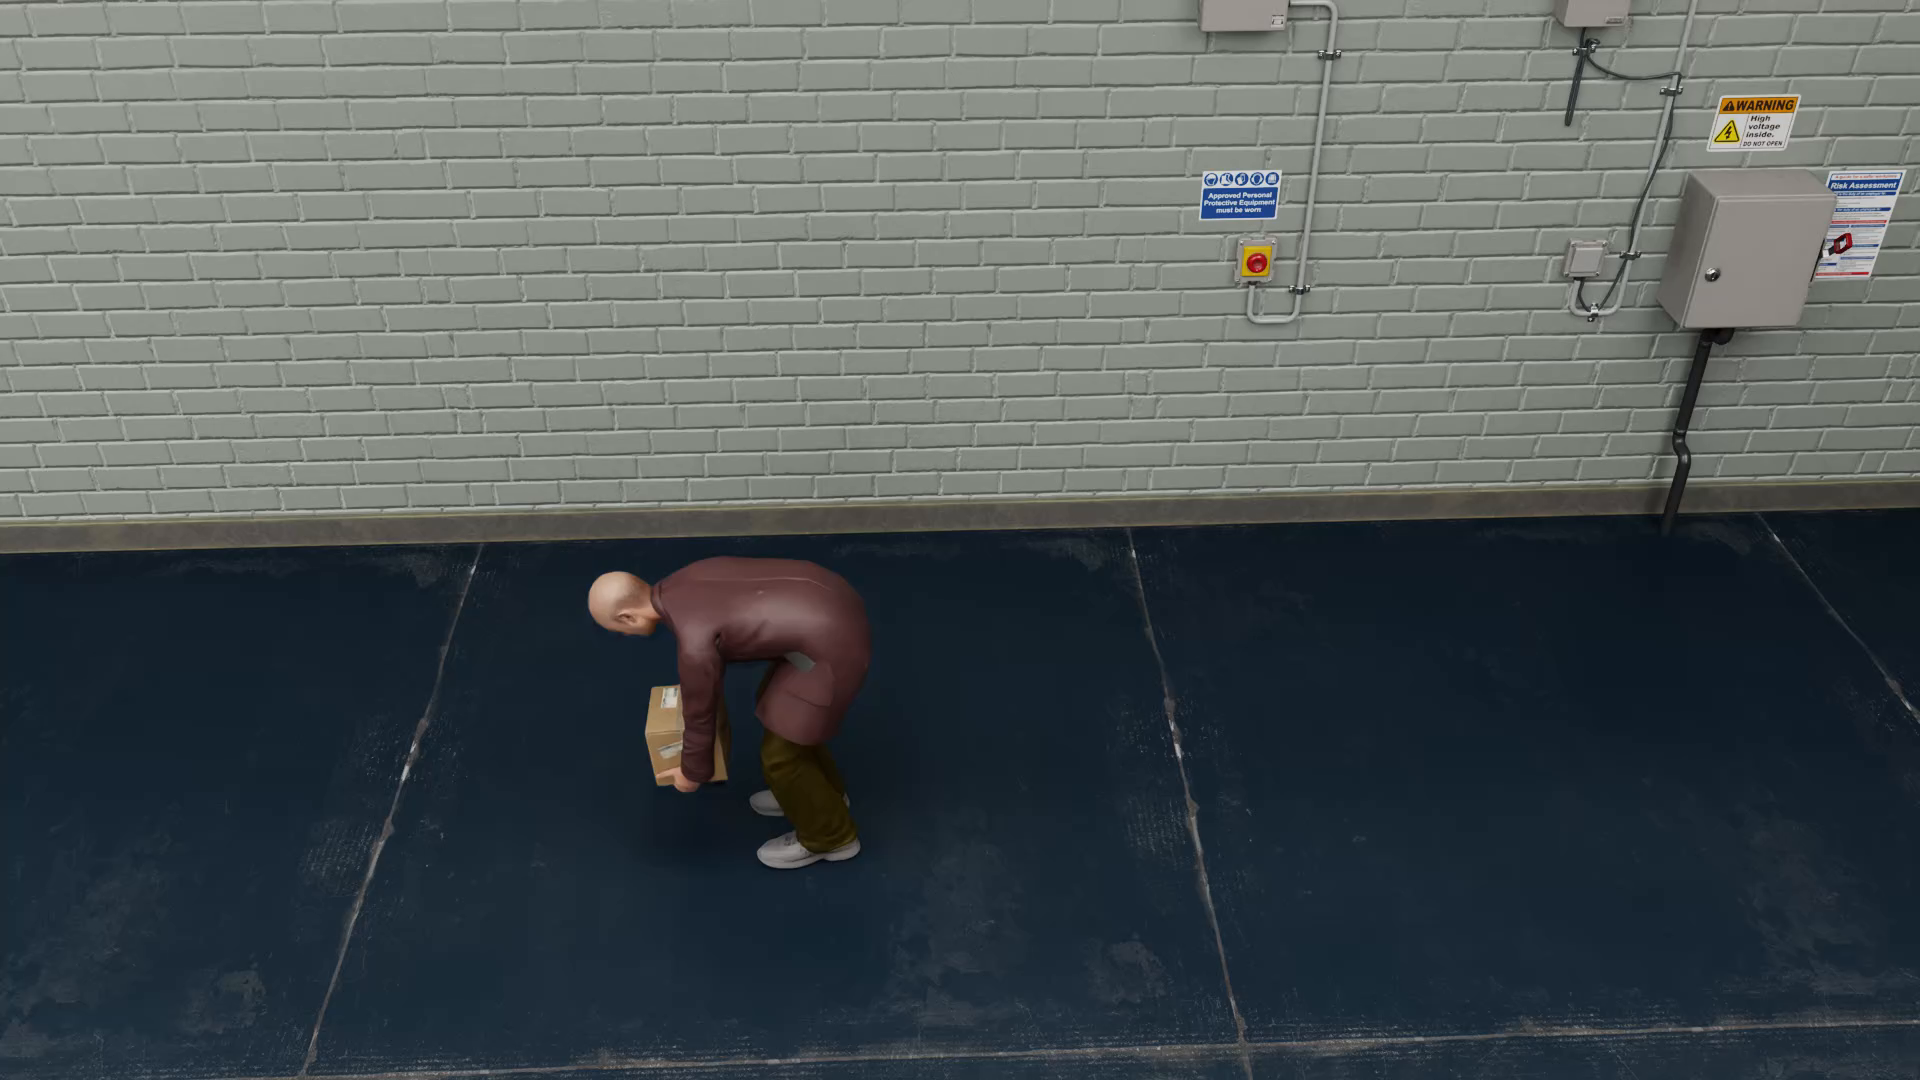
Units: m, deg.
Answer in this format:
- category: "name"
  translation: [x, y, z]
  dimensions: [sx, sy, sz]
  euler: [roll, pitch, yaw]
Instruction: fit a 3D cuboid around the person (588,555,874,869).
- category: "person"
  translation: [-0.764, 0.592, 5.811]
  dimensions: [0.939, 1.203, 0.559]
  euler: [-3, 35, -4]
